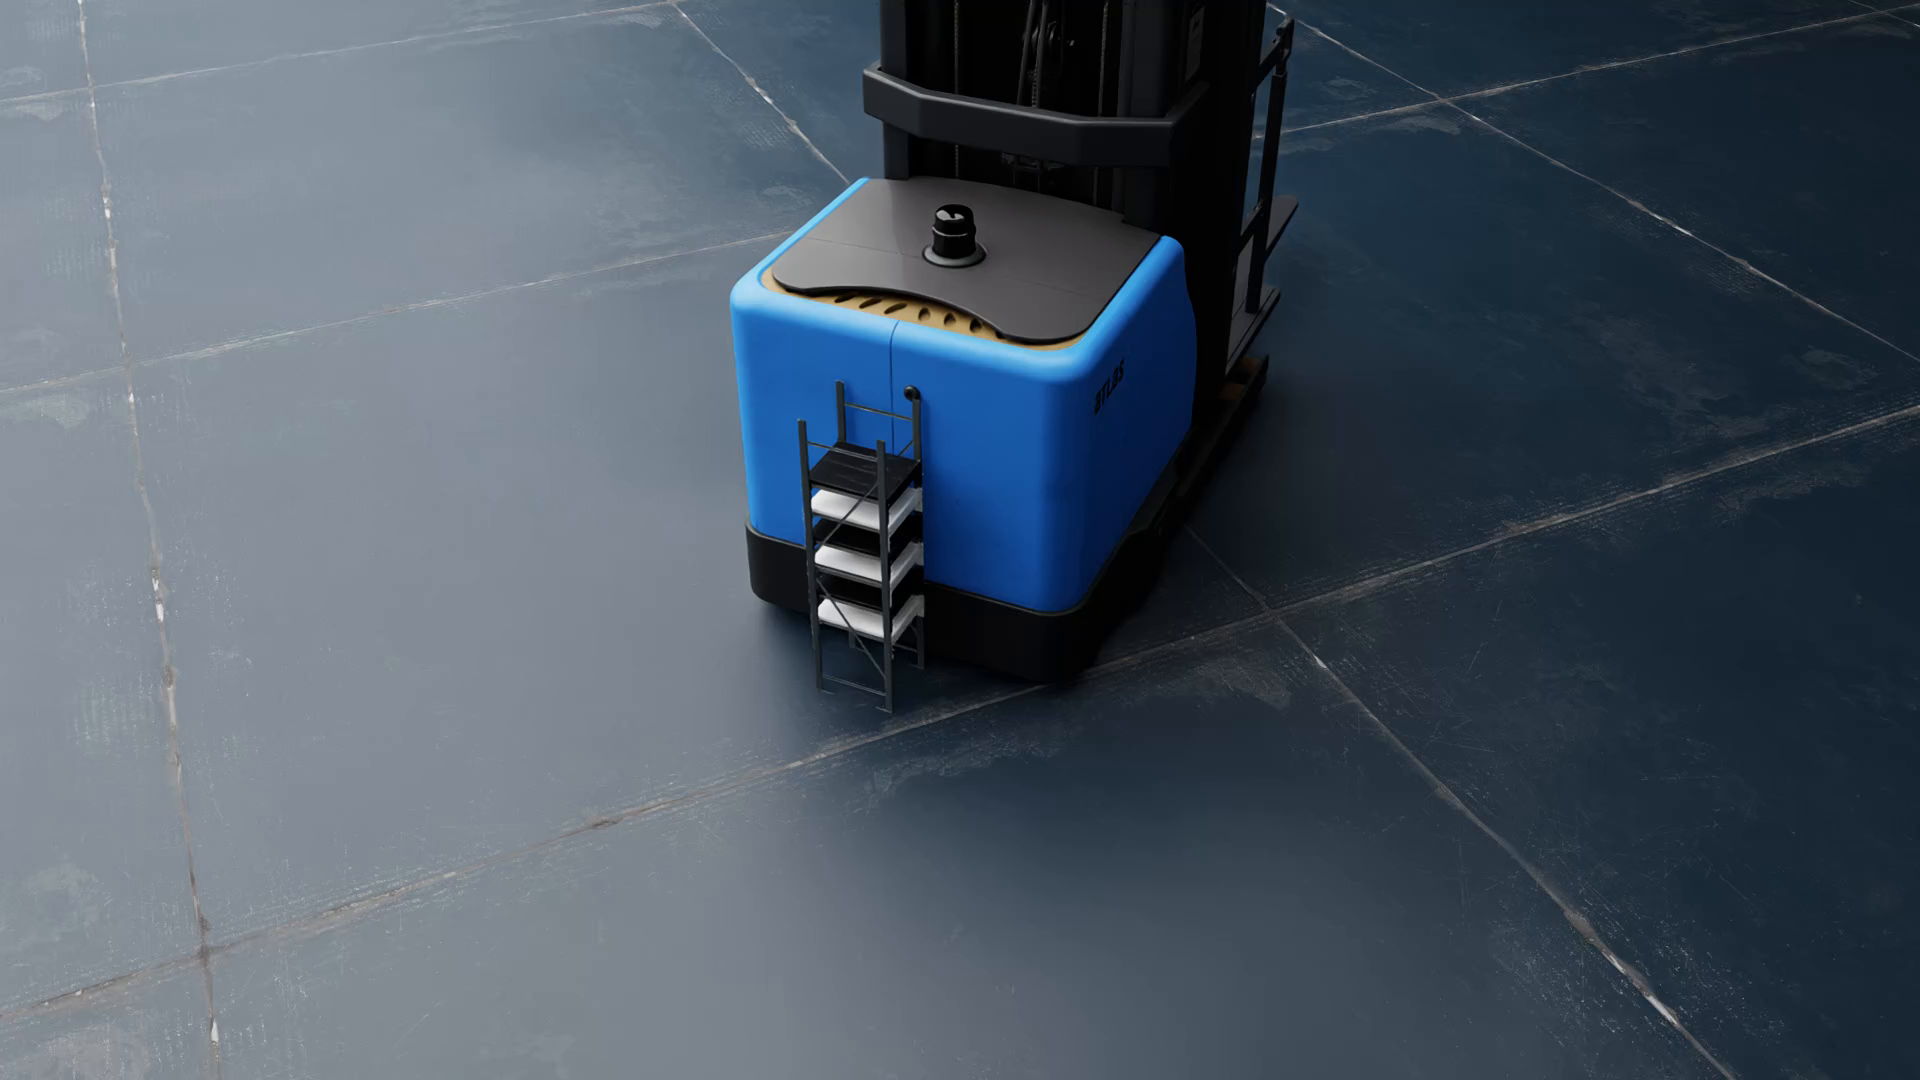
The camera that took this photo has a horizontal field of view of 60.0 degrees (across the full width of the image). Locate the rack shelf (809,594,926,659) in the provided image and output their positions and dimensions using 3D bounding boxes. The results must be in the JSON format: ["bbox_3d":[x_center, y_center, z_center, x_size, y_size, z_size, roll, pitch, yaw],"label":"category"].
[{"bbox_3d":[-0.252,0.206,4.575,0.258,0.077,0.200,15,39,19],"label":"rack shelf"}]

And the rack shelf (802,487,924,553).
[{"bbox_3d":[-0.252,-0.083,4.360,0.258,0.077,0.200,15,39,19],"label":"rack shelf"}]

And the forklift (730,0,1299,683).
[{"bbox_3d":[0.444,-1.655,5.020,1.130,2.935,3.031,15,39,19],"label":"forklift"}]

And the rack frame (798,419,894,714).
[{"bbox_3d":[-0.294,0.090,4.373,0.240,0.900,0.006,15,39,19],"label":"rack frame"}]

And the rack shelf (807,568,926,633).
[{"bbox_3d":[-0.252,0.134,4.521,0.258,0.077,0.200,15,39,19],"label":"rack shelf"}]

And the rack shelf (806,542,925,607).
[{"bbox_3d":[-0.252,0.062,4.467,0.258,0.077,0.200,15,39,19],"label":"rack shelf"}]

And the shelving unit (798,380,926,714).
[{"bbox_3d":[-0.252,0.035,4.448,0.258,0.900,0.210,15,39,19],"label":"shelving unit"}]

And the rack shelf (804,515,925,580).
[{"bbox_3d":[-0.252,-0.011,4.414,0.258,0.077,0.200,15,39,19],"label":"rack shelf"}]

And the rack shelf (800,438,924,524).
[{"bbox_3d":[-0.252,-0.155,4.307,0.258,0.077,0.200,15,39,19],"label":"rack shelf"}]

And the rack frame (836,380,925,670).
[{"bbox_3d":[-0.211,-0.020,4.522,0.240,0.900,0.006,15,39,19],"label":"rack frame"}]
